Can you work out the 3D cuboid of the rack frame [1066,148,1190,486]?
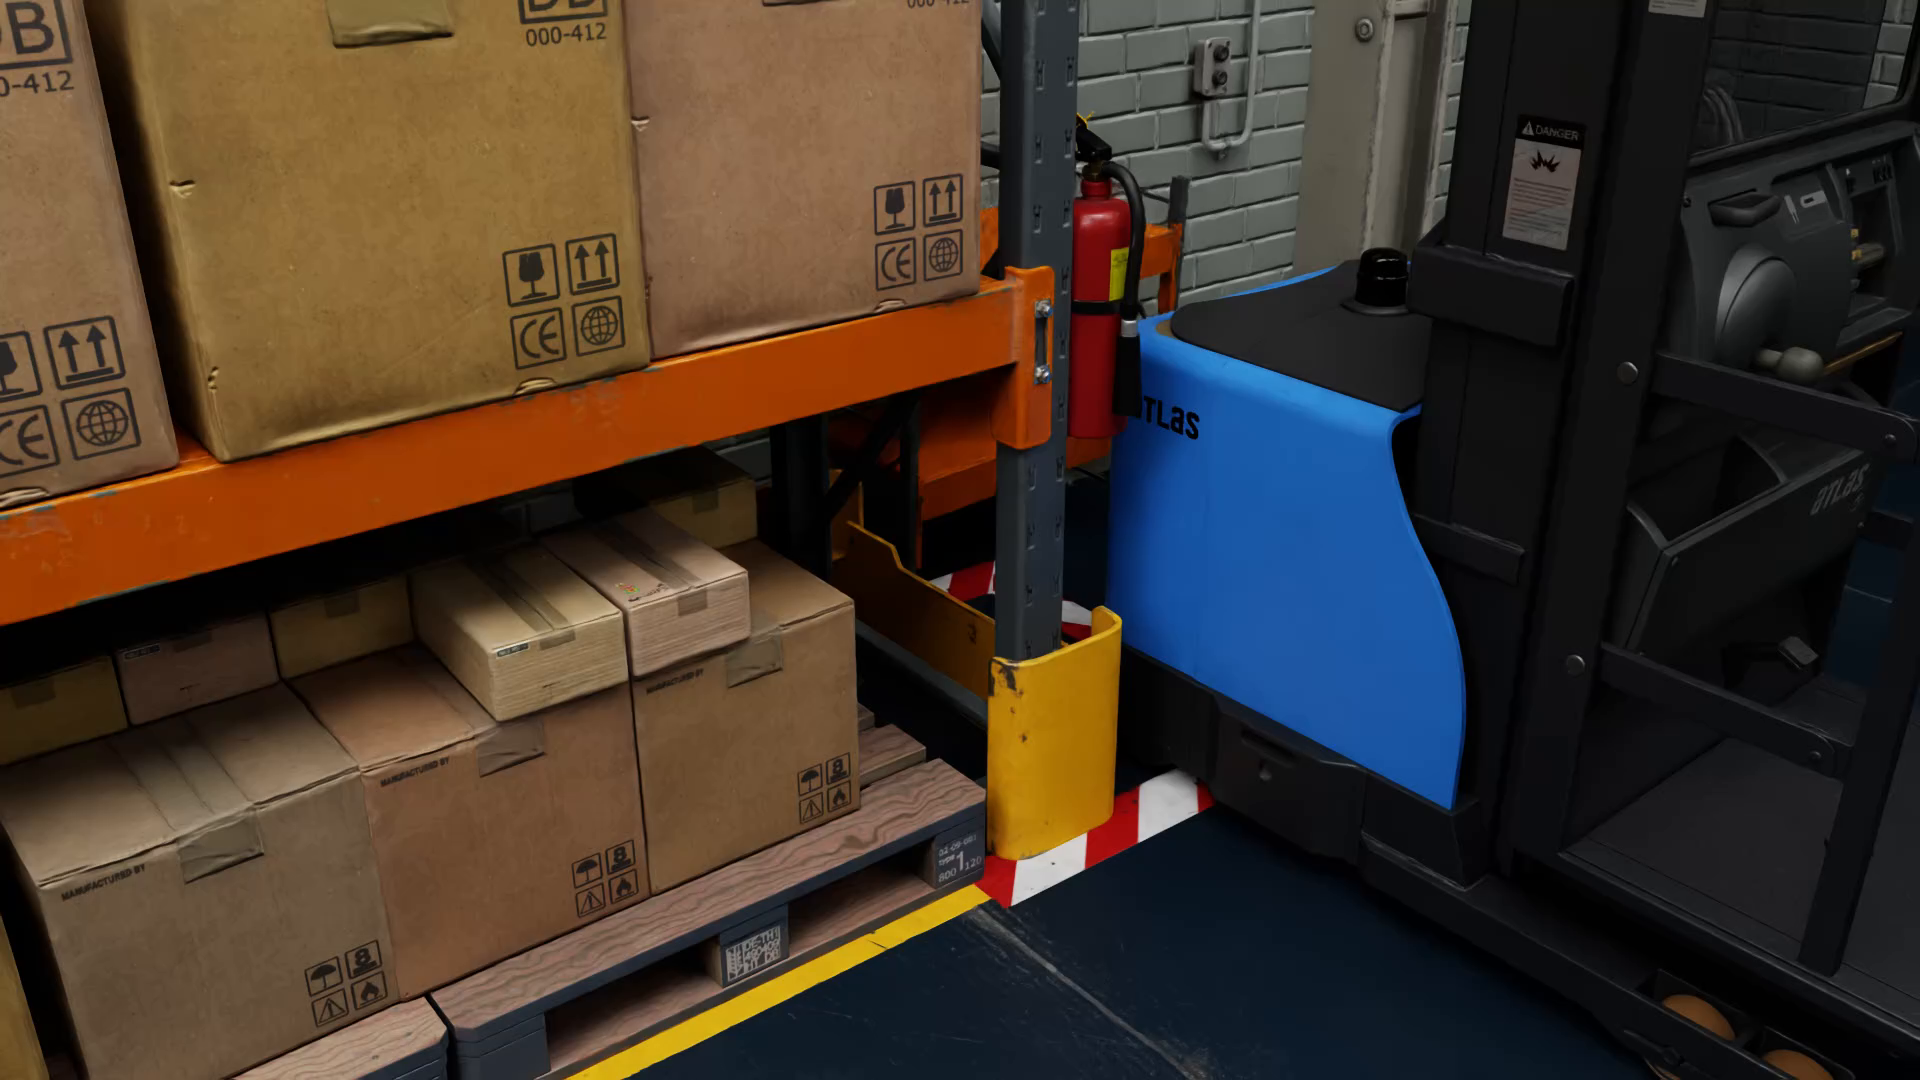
[{"bbox_3d":[0.474,-0.634,5.233,0.032,1.125,0.500,-21,35,-37],"label":"rack frame"}]

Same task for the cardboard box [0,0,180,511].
[{"bbox_3d":[-1.697,-0.479,2.362,0.700,0.700,0.980,-20,32,-36],"label":"cardboard box"}]

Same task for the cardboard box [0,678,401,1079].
[{"bbox_3d":[-1.408,0.553,2.966,0.500,0.500,0.700,-19,31,-36],"label":"cardboard box"}]

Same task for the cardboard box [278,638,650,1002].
[{"bbox_3d":[-1.013,0.422,3.248,0.500,0.500,0.700,-18,31,-34],"label":"cardboard box"}]

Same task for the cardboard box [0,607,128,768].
[{"bbox_3d":[-1.641,0.229,2.893,0.250,0.149,0.380,-18,30,-34],"label":"cardboard box"}]

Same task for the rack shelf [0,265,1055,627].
[{"bbox_3d":[-1.704,-0.020,2.585,4.000,0.370,1.077,-18,31,-34],"label":"rack shelf"}]

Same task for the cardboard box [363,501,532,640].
[{"bbox_3d":[-1.043,0.031,3.320,0.250,0.149,0.380,-18,30,-34],"label":"cardboard box"}]

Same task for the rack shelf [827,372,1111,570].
[{"bbox_3d":[0.087,-0.272,5.039,1.000,0.278,0.538,-21,35,-37],"label":"rack shelf"}]

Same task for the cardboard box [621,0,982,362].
[{"bbox_3d":[-0.525,-0.866,3.197,0.700,0.700,0.980,-17,30,-32],"label":"cardboard box"}]

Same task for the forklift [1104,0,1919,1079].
[{"bbox_3d":[1.667,-0.496,2.836,1.130,2.935,3.031,-20,31,-36],"label":"forklift"}]

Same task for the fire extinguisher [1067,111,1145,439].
[{"bbox_3d":[0.273,-0.548,3.403,0.183,0.674,0.296,-18,31,-34],"label":"fire extinguisher"}]

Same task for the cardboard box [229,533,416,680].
[{"bbox_3d":[-1.240,0.096,3.180,0.250,0.149,0.380,-18,30,-34],"label":"cardboard box"}]

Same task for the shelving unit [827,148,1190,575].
[{"bbox_3d":[0.094,-0.490,4.928,1.048,1.125,0.538,-21,35,-37],"label":"shelving unit"}]

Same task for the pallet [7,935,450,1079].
[{"bbox_3d":[-1.671,0.948,2.958,1.213,0.211,1.003,-18,31,-34],"label":"pallet"}]

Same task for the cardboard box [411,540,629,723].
[{"bbox_3d":[-0.809,0.158,3.046,0.250,0.149,0.380,-17,30,-33],"label":"cardboard box"}]

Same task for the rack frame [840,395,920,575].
[{"bbox_3d":[-0.286,-0.346,4.622,0.032,1.125,0.500,-21,35,-37],"label":"rack frame"}]

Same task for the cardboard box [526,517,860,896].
[{"bbox_3d":[-0.619,0.292,3.528,0.500,0.500,0.700,-18,31,-34],"label":"cardboard box"}]

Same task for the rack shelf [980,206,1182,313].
[{"bbox_3d":[0.102,-0.750,4.795,1.000,0.278,0.538,-21,35,-37],"label":"rack shelf"}]

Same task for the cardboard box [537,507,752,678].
[{"bbox_3d":[-0.608,0.092,3.189,0.250,0.149,0.380,-19,31,-35],"label":"cardboard box"}]

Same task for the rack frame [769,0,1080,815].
[{"bbox_3d":[-0.130,-0.866,3.553,0.127,3.000,1.000,-18,31,-34],"label":"rack frame"}]

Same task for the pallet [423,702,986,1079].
[{"bbox_3d":[-0.711,0.632,3.637,1.213,0.211,1.003,-18,31,-34],"label":"pallet"}]

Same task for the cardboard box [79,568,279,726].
[{"bbox_3d":[-1.440,0.162,3.037,0.250,0.149,0.380,-18,30,-33],"label":"cardboard box"}]

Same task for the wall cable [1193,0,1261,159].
[{"bbox_3d":[0.294,-1.973,4.731,1.851,1.984,0.084,-18,31,-34],"label":"wall cable"}]

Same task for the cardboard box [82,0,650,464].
[{"bbox_3d":[-1.091,-0.674,2.782,0.700,0.700,0.980,-19,31,-34],"label":"cardboard box"}]

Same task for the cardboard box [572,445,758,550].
[{"bbox_3d":[-0.644,-0.101,3.604,0.250,0.149,0.380,-18,30,-34],"label":"cardboard box"}]

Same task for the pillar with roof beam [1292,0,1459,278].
[{"bbox_3d":[4.117,-3.149,1.346,0.400,9.000,9.100,-18,31,-34],"label":"pillar with roof beam"}]

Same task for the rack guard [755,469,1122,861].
[{"bbox_3d":[-0.111,0.261,4.093,0.348,0.500,1.175,-18,31,-34],"label":"rack guard"}]
